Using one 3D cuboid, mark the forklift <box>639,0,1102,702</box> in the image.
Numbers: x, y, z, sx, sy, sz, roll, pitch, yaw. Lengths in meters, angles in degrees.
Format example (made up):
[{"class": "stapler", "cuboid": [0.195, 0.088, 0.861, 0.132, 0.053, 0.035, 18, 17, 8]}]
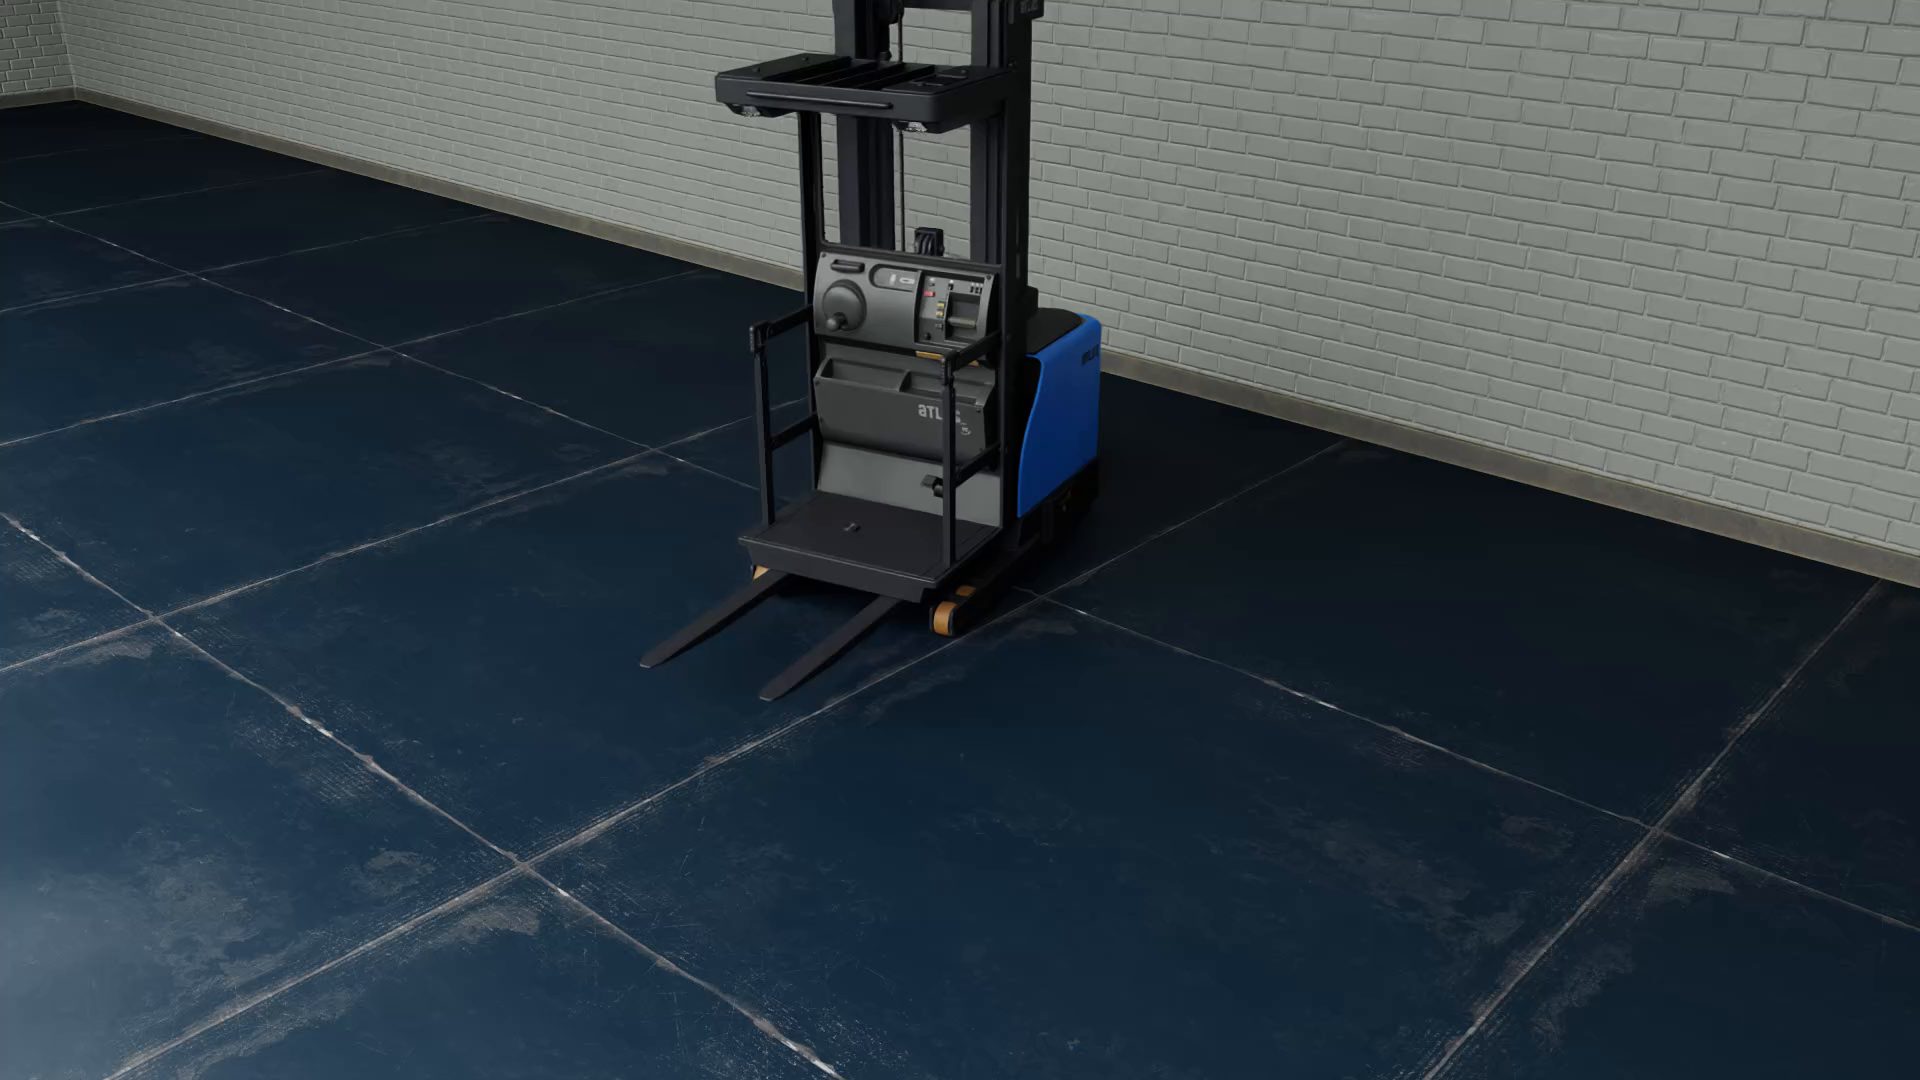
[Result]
[{"class": "forklift", "cuboid": [-0.366, -1.094, 7.607, 1.130, 2.935, 3.031, 12, 27, 25]}]
